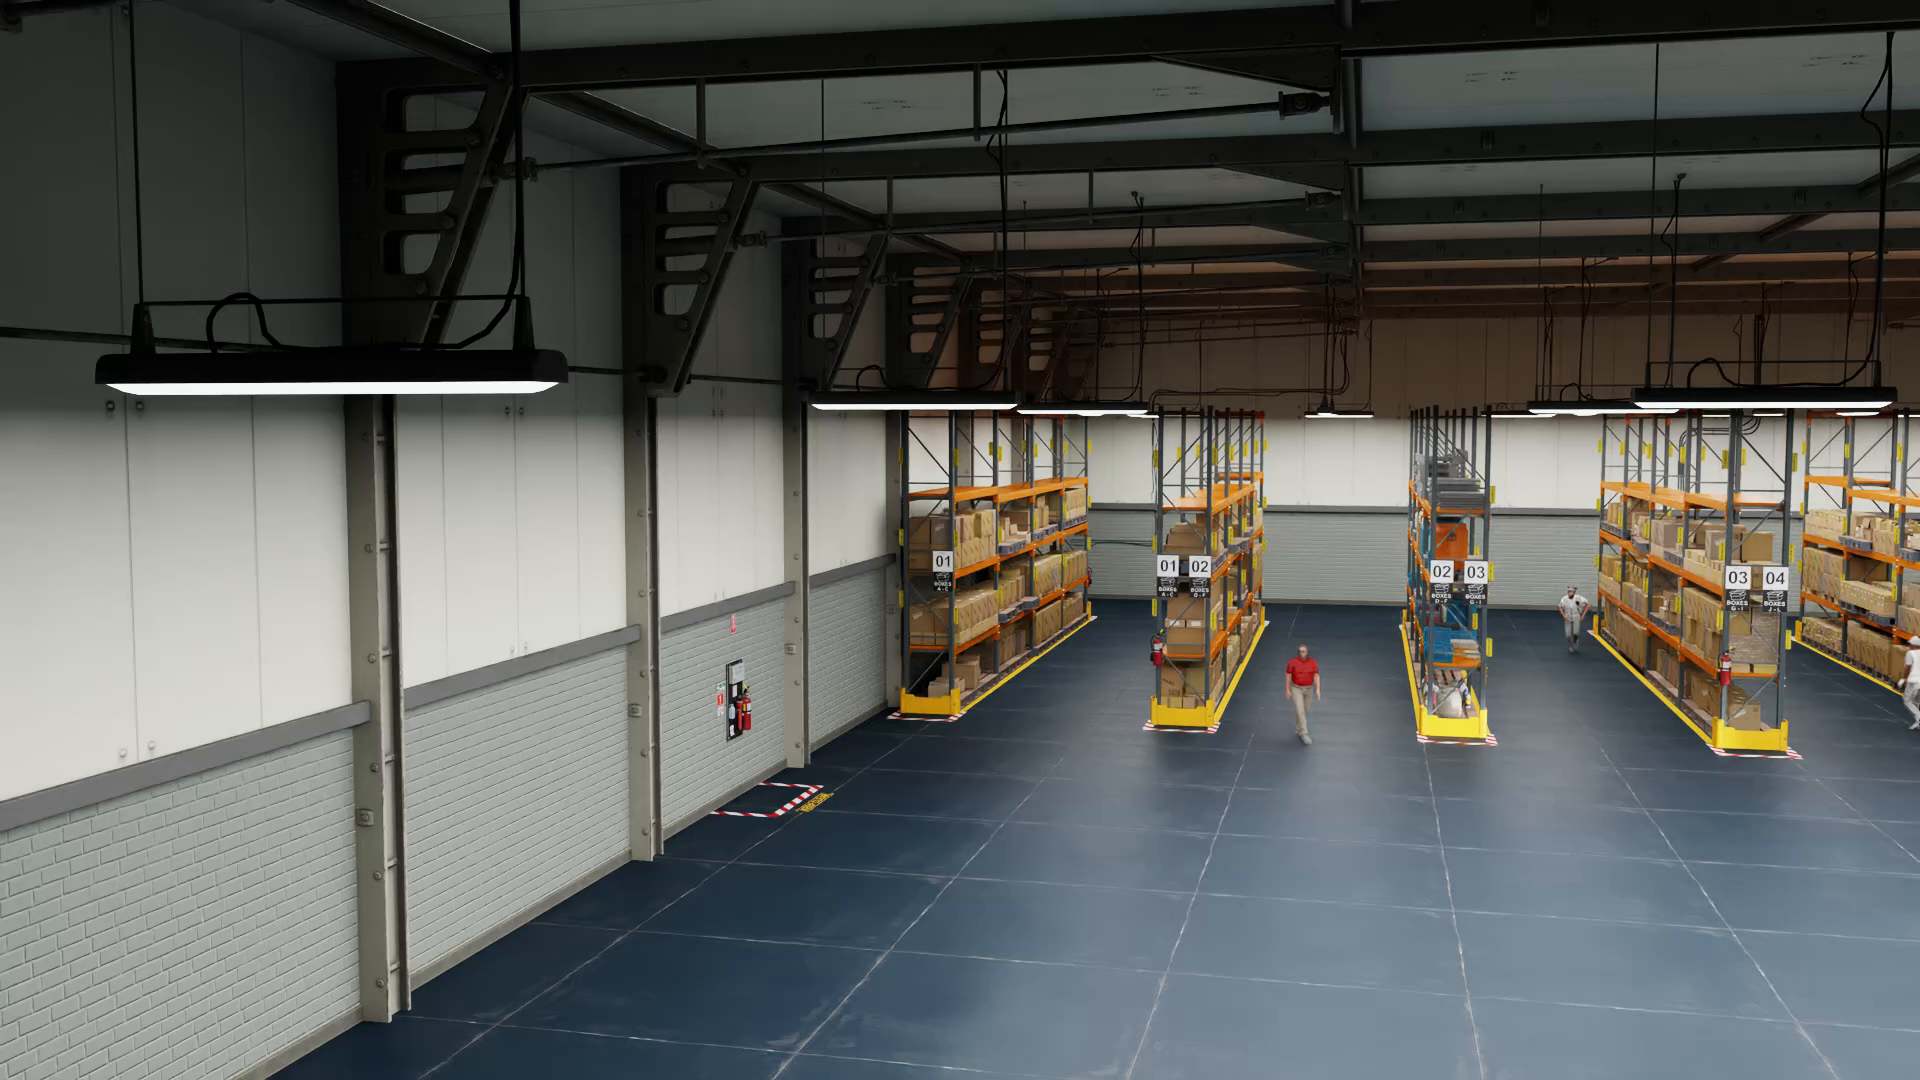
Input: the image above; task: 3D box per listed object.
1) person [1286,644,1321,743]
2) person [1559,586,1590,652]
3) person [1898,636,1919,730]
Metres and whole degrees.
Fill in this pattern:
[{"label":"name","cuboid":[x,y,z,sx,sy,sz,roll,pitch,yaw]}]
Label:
[{"label":"person","cuboid":[6.164,2.718,29.774,0.561,1.692,0.904,-1,4,-11]},{"label":"person","cuboid":[15.160,1.943,41.056,0.713,1.682,0.716,2,5,25]},{"label":"person","cuboid":[17.777,2.659,30.809,0.648,1.725,0.716,0,4,-4]}]
